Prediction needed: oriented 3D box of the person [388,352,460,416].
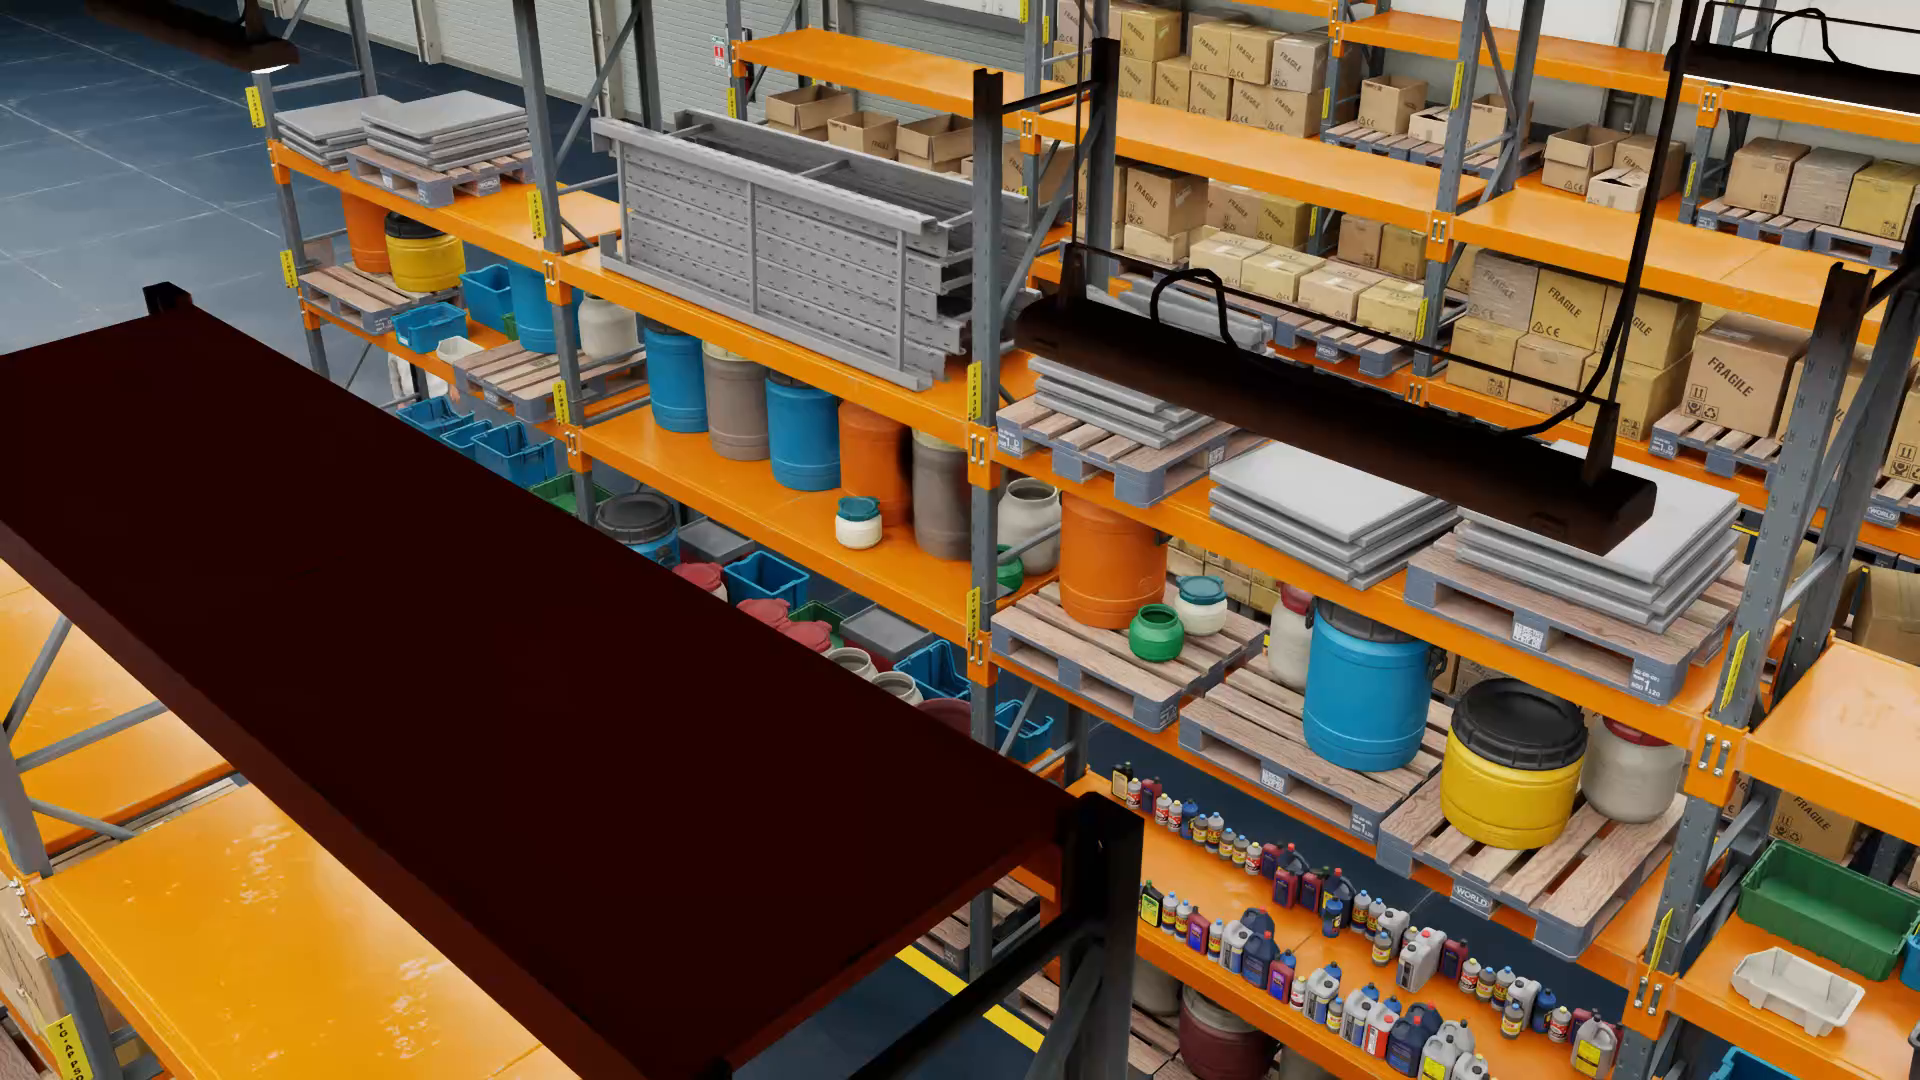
[{"bbox_3d":[-5.452,-1.459,17.078,0.695,1.802,0.475,-4,30,-8],"label":"person"}]
